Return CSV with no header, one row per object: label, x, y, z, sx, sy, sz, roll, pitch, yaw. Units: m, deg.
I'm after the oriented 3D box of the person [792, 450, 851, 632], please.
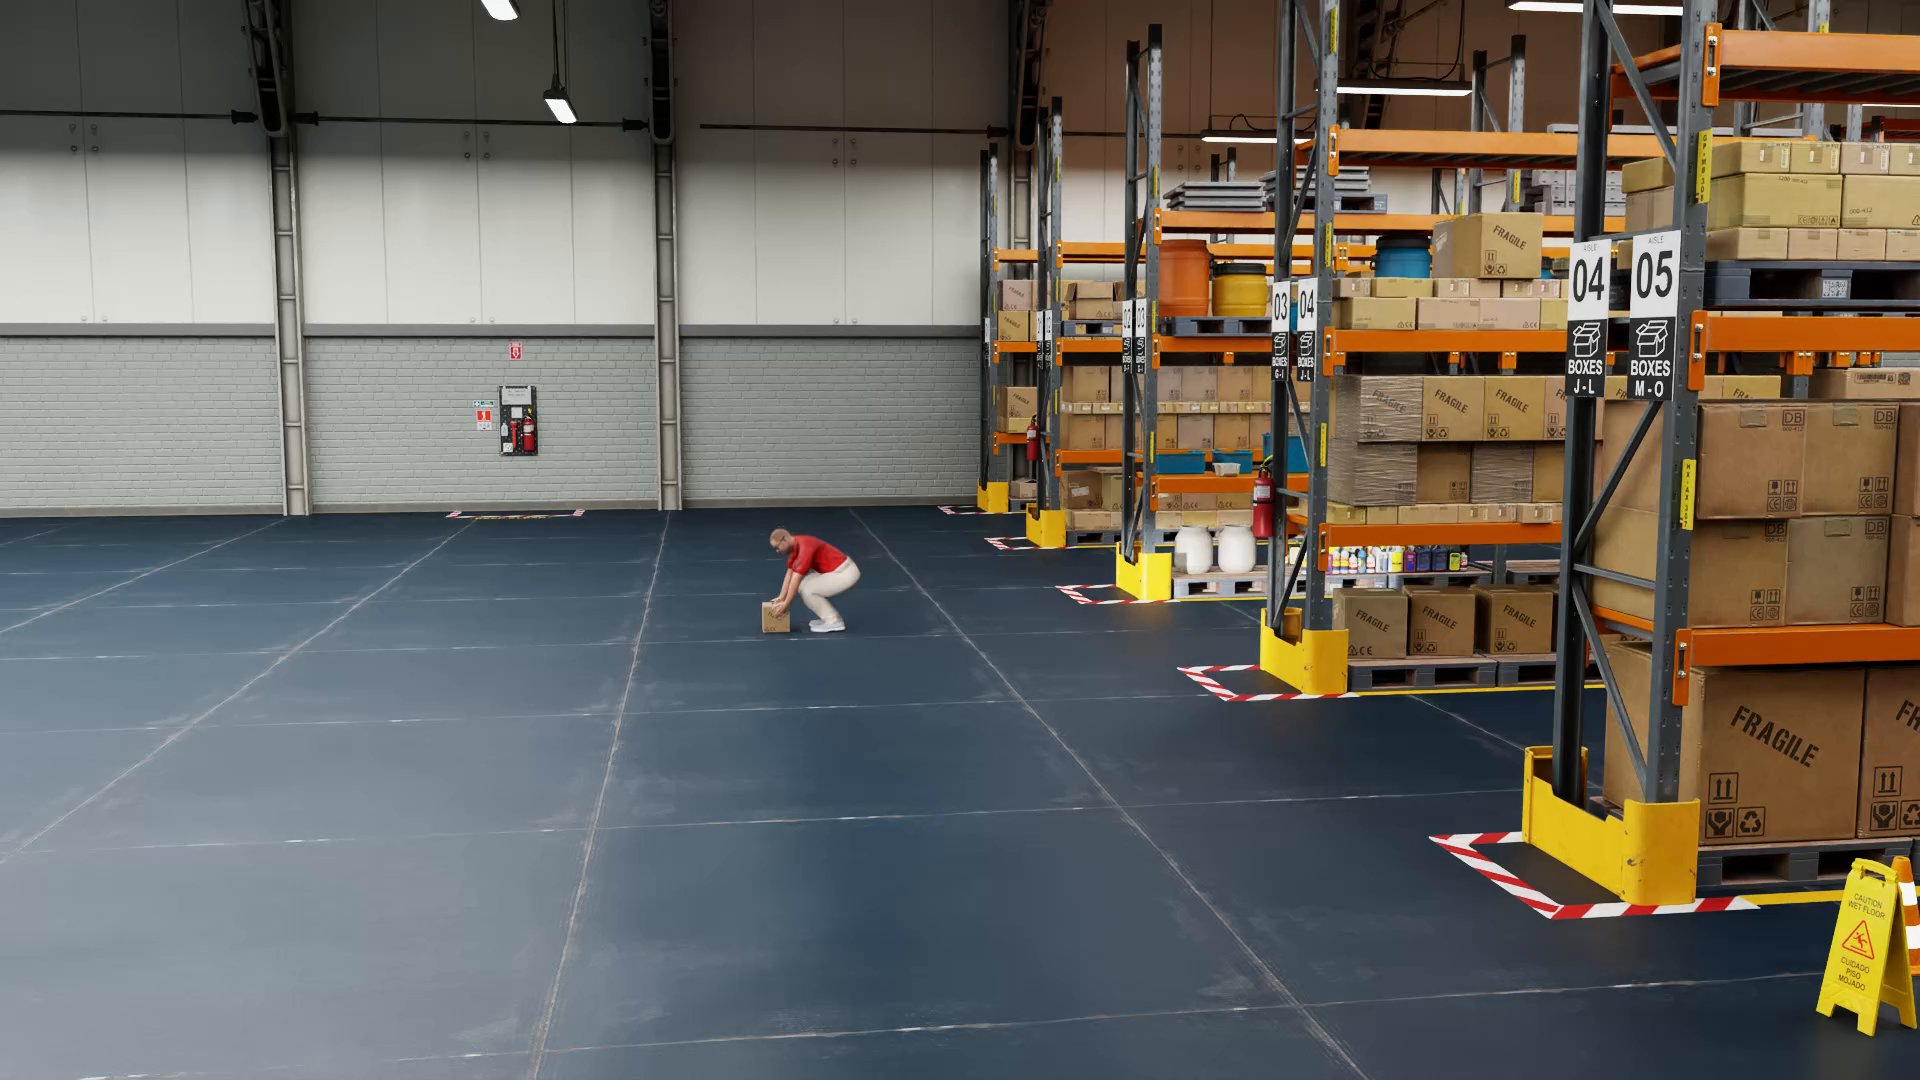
person,-1.327,0.005,15.815,0.563,1.721,0.486,-1,7,-10
